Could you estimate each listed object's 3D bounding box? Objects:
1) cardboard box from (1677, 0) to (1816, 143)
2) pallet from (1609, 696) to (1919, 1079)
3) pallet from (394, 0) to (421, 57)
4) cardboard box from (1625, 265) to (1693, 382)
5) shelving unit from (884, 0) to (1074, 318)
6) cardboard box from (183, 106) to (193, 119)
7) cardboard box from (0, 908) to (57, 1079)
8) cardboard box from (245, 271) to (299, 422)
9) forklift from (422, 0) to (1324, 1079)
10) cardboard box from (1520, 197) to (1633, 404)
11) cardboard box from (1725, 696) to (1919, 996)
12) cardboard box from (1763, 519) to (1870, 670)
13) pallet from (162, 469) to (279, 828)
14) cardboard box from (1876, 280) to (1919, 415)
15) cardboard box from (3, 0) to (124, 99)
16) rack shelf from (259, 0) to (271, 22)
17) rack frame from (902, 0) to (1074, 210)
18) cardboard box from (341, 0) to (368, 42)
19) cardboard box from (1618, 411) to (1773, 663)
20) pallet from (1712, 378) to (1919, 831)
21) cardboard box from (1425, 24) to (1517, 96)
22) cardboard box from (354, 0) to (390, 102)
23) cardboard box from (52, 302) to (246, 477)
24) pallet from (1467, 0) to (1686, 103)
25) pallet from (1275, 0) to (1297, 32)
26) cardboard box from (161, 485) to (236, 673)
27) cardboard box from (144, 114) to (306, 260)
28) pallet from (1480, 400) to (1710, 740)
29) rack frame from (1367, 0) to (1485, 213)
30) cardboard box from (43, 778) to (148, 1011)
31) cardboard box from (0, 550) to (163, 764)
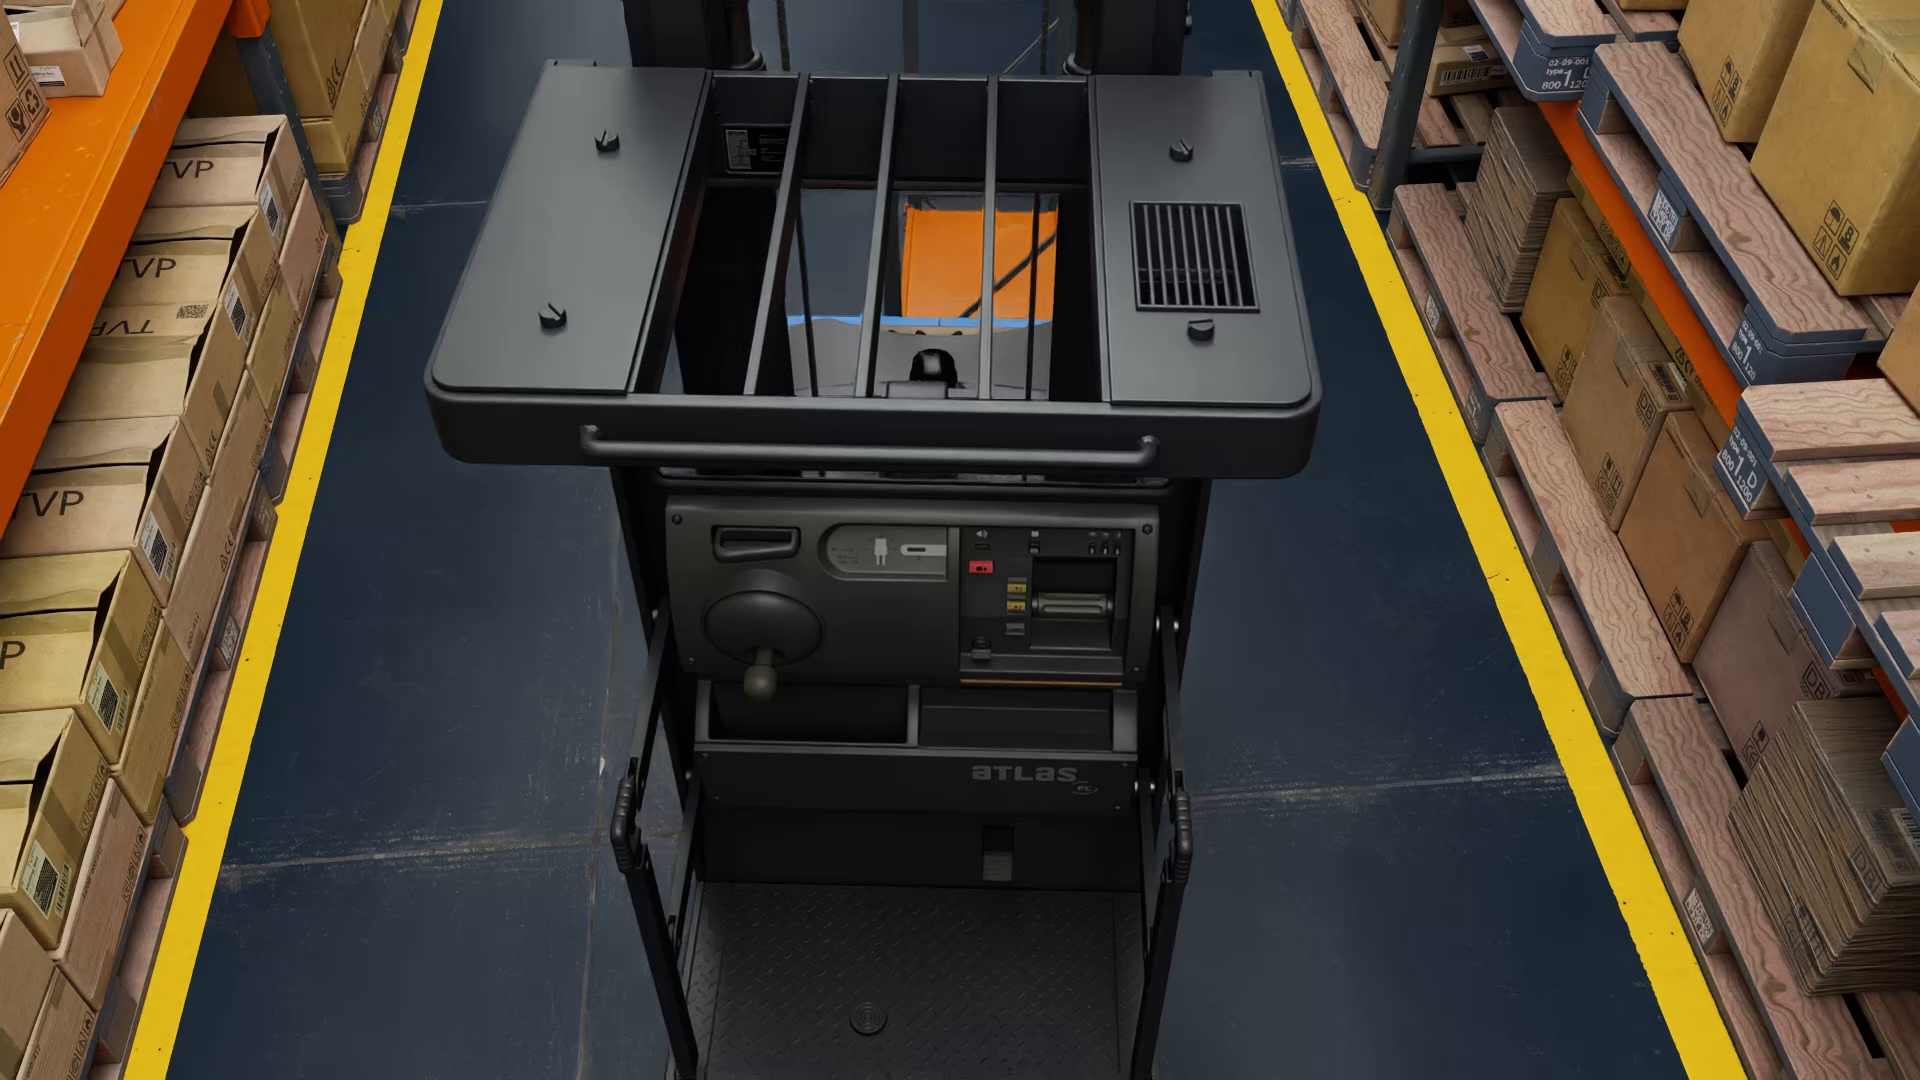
[{"bbox_3d":[2.237,-1.311,4.054,0.700,0.500,0.500,2,47,2],"label":"cardboard box"},{"bbox_3d":[2.373,0.913,4.240,1.003,0.211,1.213,-3,47,-3],"label":"pallet"},{"bbox_3d":[-2.964,-2.575,7.543,1.003,0.211,1.213,-3,47,-3],"label":"pallet"},{"bbox_3d":[2.268,-0.698,4.748,0.500,0.250,0.500,-5,47,-4],"label":"cardboard box"},{"bbox_3d":[0.067,-0.785,4.960,0.587,1.500,1.083,1,47,1],"label":"shelving unit"},{"bbox_3d":[-3.090,-1.592,6.297,0.500,0.250,0.500,-3,47,-3],"label":"cardboard box"},{"bbox_3d":[-2.250,1.034,3.423,0.500,0.311,0.500,-2,47,-2],"label":"cardboard box"},{"bbox_3d":[-2.470,-0.622,5.377,0.500,0.250,0.500,-4,47,-4],"label":"cardboard box"},{"bbox_3d":[-0.096,0.214,3.029,1.130,2.935,3.031,1,47,1],"label":"forklift"},{"bbox_3d":[2.274,-0.764,5.327,0.700,0.500,0.500,-4,47,-4],"label":"cardboard box"},{"bbox_3d":[2.325,0.710,3.931,0.700,0.500,0.500,-3,47,-3],"label":"cardboard box"},{"bbox_3d":[2.339,0.036,4.053,0.500,0.250,0.500,-3,47,-3],"label":"cardboard box"},{"bbox_3d":[-2.628,0.303,4.817,1.003,0.211,1.213,-3,47,-3],"label":"pallet"},{"bbox_3d":[2.314,-0.409,3.199,0.700,0.500,0.500,-7,47,-7],"label":"cardboard box"},{"bbox_3d":[-2.577,-1.400,4.602,0.396,0.266,0.258,-5,47,-4],"label":"cardboard box"},{"bbox_3d":[-3.001,-3.271,6.777,1.077,0.370,4.000,-3,47,-3],"label":"rack shelf"},{"bbox_3d":[0.082,-1.160,5.316,0.500,1.500,0.032,1,47,1],"label":"rack frame"},{"bbox_3d":[-2.610,-2.244,6.397,0.500,0.500,0.500,-3,47,-3],"label":"cardboard box"},{"bbox_3d":[2.328,-0.028,4.629,0.700,0.500,0.500,-4,47,-4],"label":"cardboard box"},{"bbox_3d":[2.271,0.076,3.244,1.213,0.211,1.003,-3,47,-3],"label":"pallet"},{"bbox_3d":[2.027,-1.937,6.667,0.380,0.166,0.250,-9,47,-8],"label":"cardboard box"},{"bbox_3d":[-2.607,-1.986,6.670,0.500,0.250,0.500,-3,47,-3],"label":"cardboard box"},{"bbox_3d":[-2.425,-0.450,4.829,0.500,0.311,0.500,-4,47,-3],"label":"cardboard box"},{"bbox_3d":[2.021,-1.747,4.971,1.003,0.211,1.213,-3,47,-3],"label":"pallet"},{"bbox_3d":[1.905,-2.785,7.742,1.003,0.211,1.213,-3,47,-3],"label":"pallet"},{"bbox_3d":[-2.385,0.117,4.678,0.500,0.250,0.500,-3,47,-2],"label":"cardboard box"},{"bbox_3d":[-2.514,-1.187,5.527,0.500,0.311,0.500,-3,47,-3],"label":"cardboard box"},{"bbox_3d":[2.274,0.032,5.074,1.003,0.211,1.213,-3,47,-3],"label":"pallet"},{"bbox_3d":[2.102,-2.375,5.433,1.000,3.000,0.127,-3,47,-3],"label":"rack frame"},{"bbox_3d":[-2.293,0.864,3.971,0.500,0.250,0.500,-5,47,-4],"label":"cardboard box"},{"bbox_3d":[-2.343,0.286,4.132,0.500,0.311,0.500,-5,47,-4],"label":"cardboard box"}]
